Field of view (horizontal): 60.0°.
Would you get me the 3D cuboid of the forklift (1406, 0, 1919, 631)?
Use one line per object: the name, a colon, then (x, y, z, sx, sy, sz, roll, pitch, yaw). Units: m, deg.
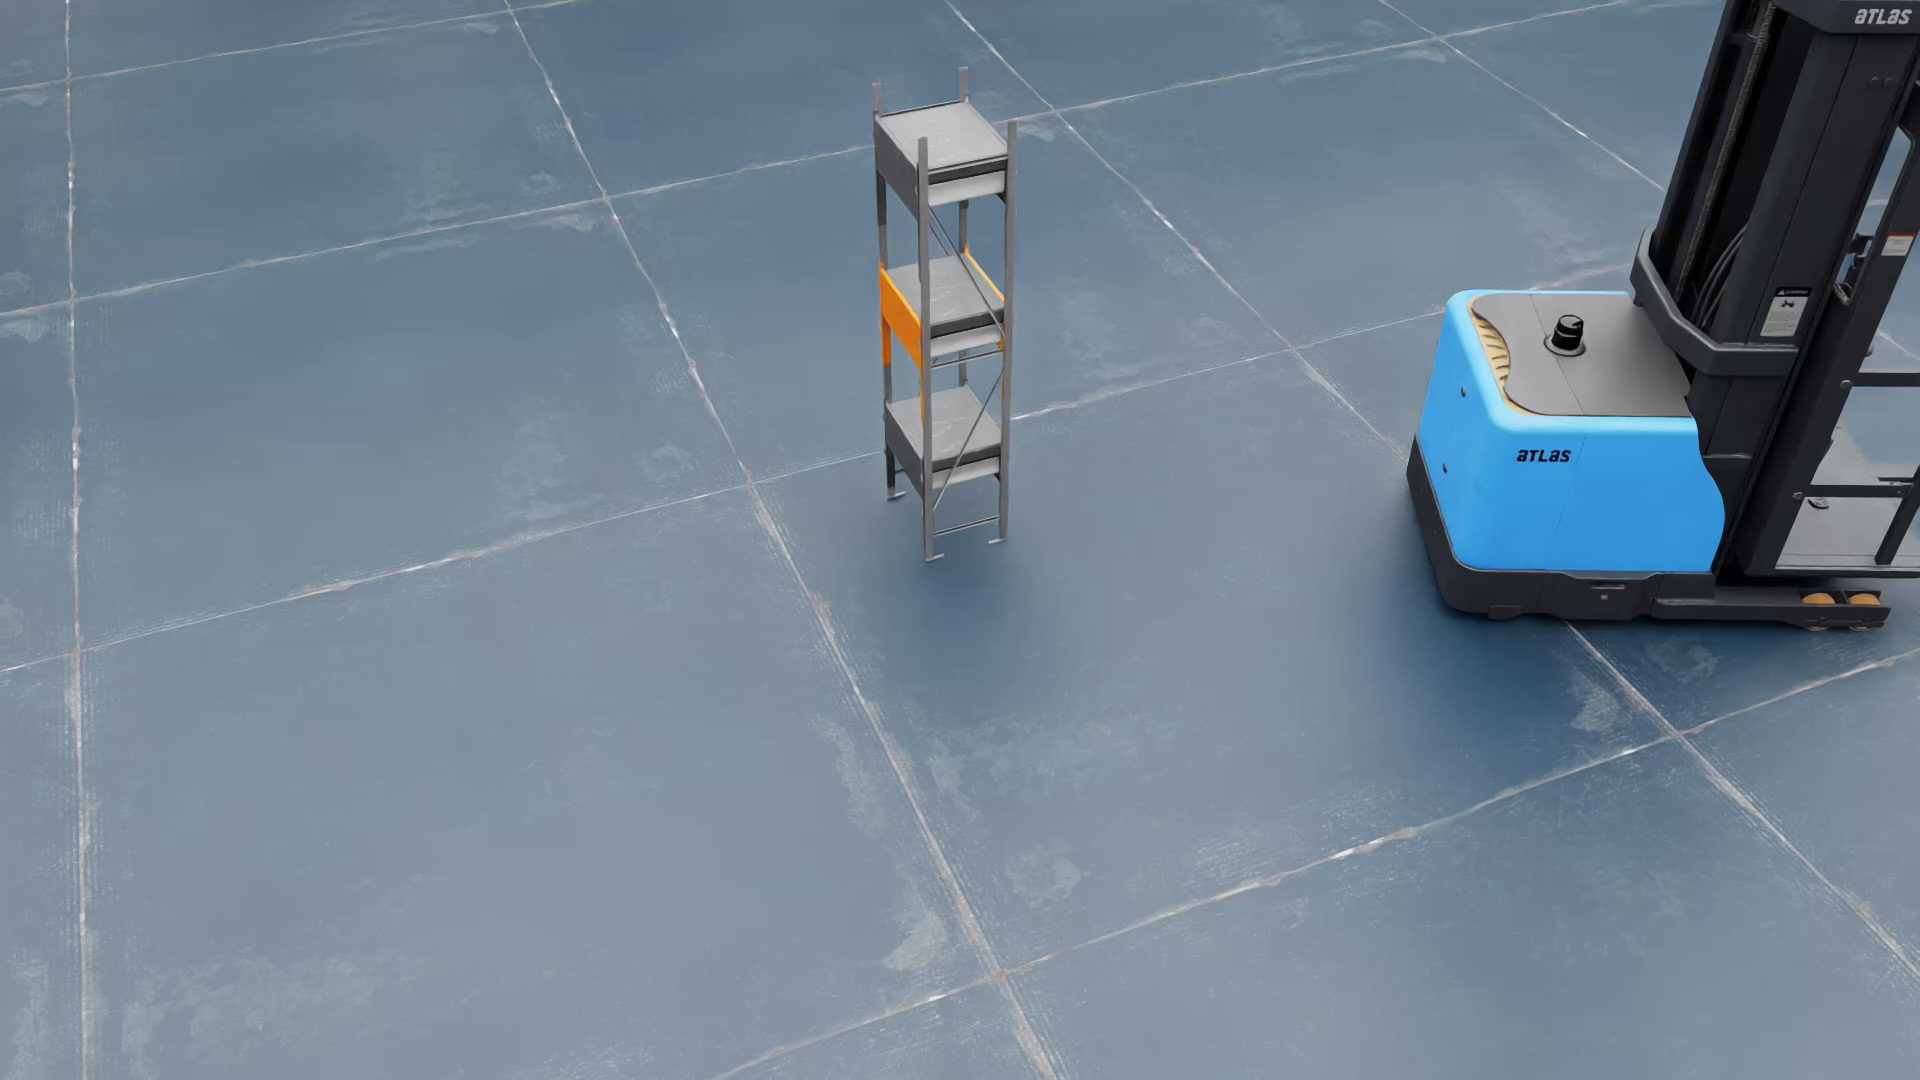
forklift: (3.630, -1.069, 6.664, 3.031, 2.935, 1.130, 1, 41, 1)

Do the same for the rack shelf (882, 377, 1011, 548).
rack shelf: (-0.063, -0.355, 7.565, 0.431, 0.518, 0.480, -15, 43, -17)

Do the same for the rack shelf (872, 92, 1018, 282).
rack shelf: (-0.063, -1.416, 6.652, 0.431, 0.518, 0.480, -15, 43, -17)

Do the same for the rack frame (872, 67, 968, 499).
rack frame: (-0.157, -1.043, 7.271, 0.400, 2.100, 0.015, -15, 43, -17)

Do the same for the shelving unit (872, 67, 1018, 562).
shelving unit: (-0.063, -0.896, 7.100, 0.431, 2.100, 0.503, -15, 43, -17)

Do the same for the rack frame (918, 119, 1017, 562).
rack frame: (0.030, -0.749, 6.929, 0.400, 2.100, 0.015, -15, 43, -17)

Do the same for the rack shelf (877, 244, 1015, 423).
rack shelf: (-0.063, -0.886, 7.109, 0.431, 0.518, 0.480, -15, 43, -17)
